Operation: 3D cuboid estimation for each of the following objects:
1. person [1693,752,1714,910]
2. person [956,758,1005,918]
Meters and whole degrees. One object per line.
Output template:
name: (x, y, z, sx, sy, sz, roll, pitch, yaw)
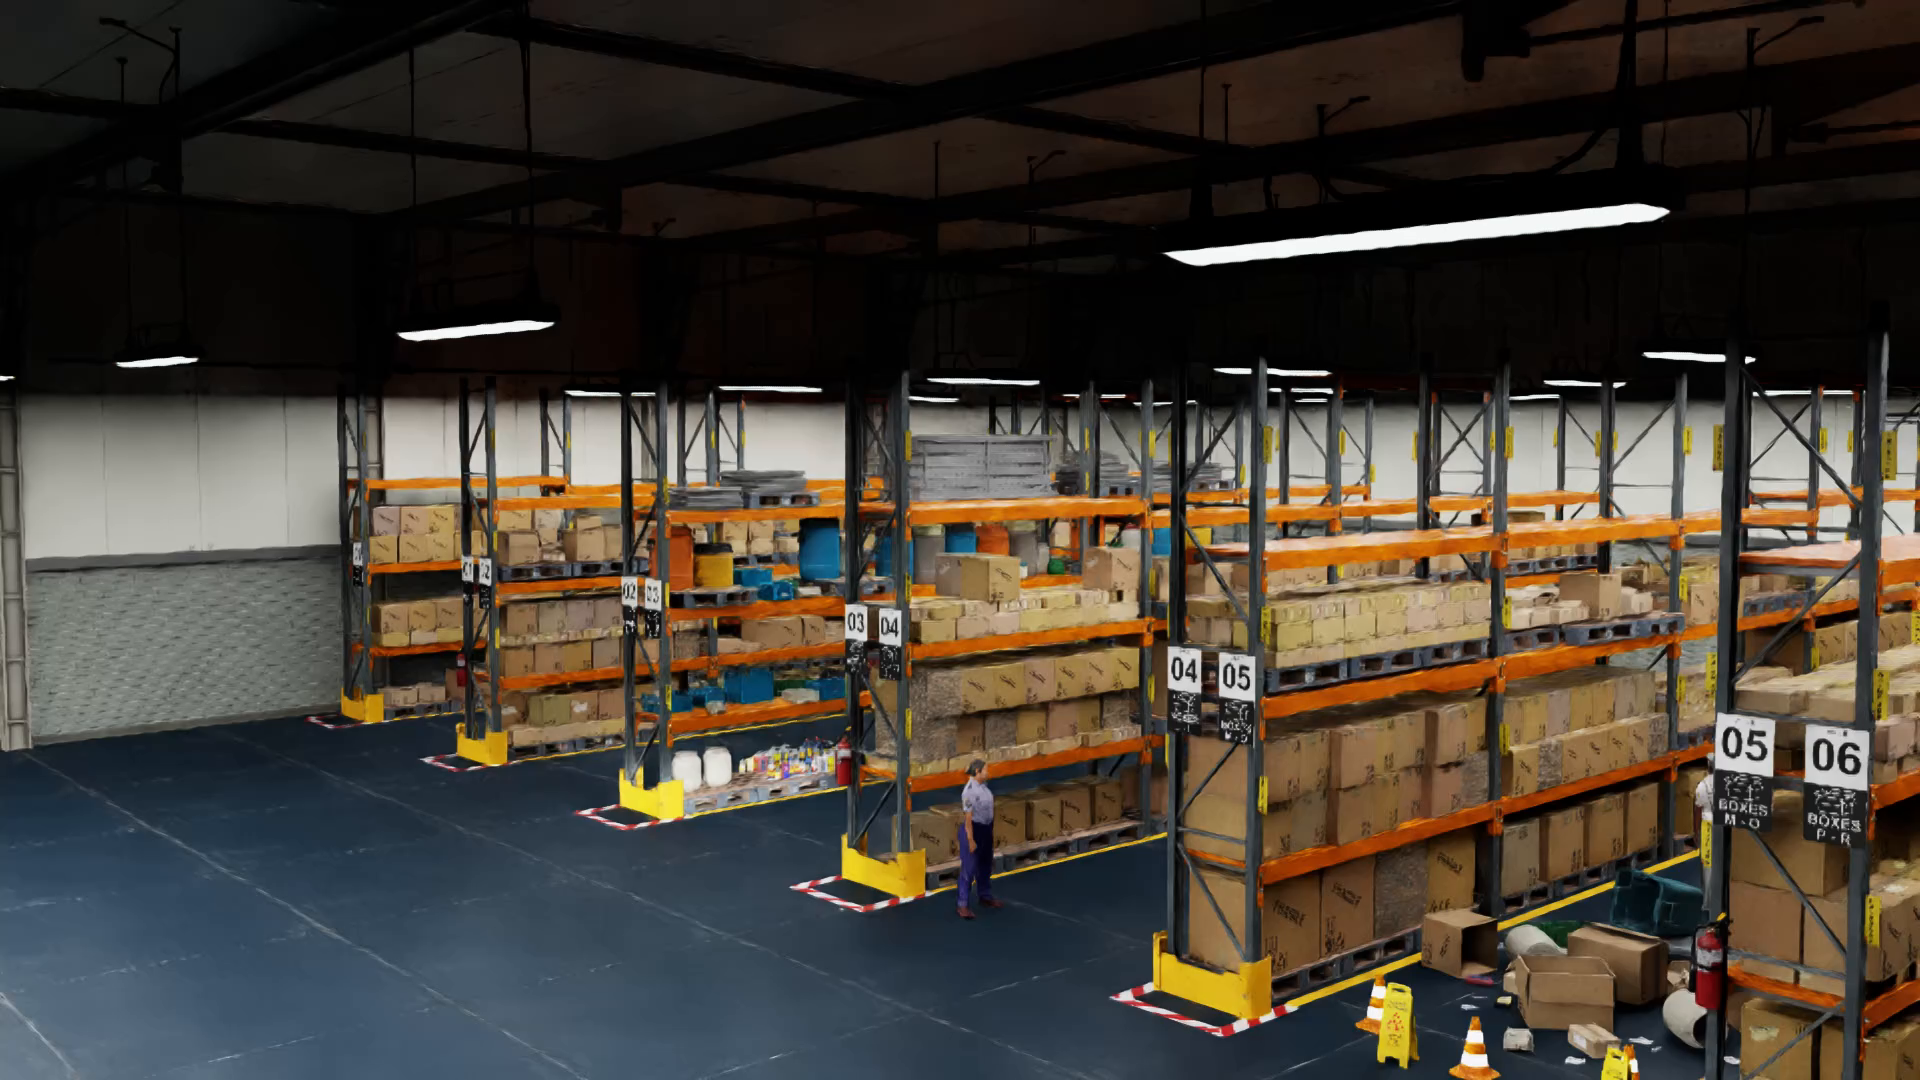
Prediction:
person: (8.132, 3.138, 17.995, 0.498, 1.676, 0.462, -1, 4, -11)
person: (0.209, 3.161, 17.784, 0.445, 1.657, 0.578, 1, 4, 21)
